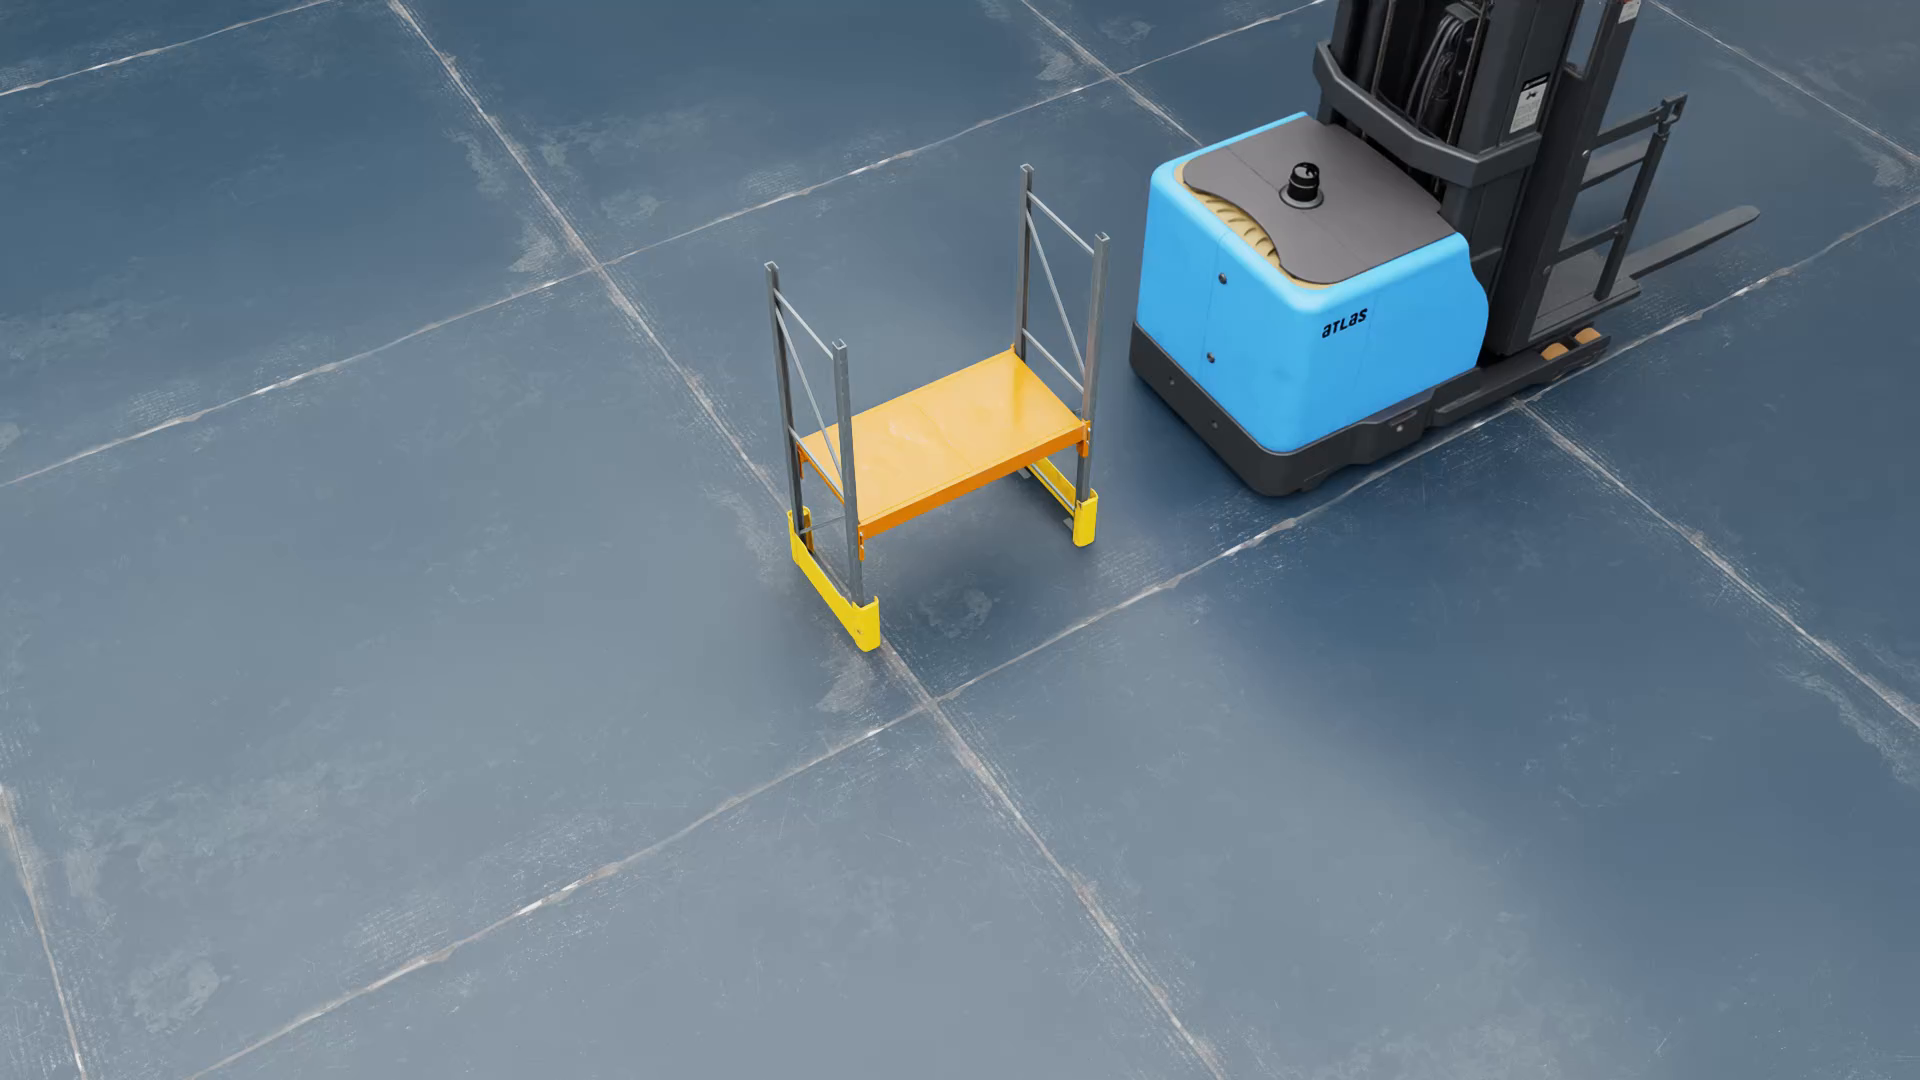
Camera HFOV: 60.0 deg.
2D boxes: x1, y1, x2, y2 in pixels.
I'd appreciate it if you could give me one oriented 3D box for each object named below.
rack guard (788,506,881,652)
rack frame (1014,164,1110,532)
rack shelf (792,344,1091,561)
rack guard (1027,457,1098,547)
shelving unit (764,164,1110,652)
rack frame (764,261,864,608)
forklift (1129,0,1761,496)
[{"bbox_3d":[-0.486,0.146,6.398,0.087,0.250,0.587,-25,53,-21],"label":"rack guard"},{"bbox_3d":[0.358,-0.667,6.285,0.032,1.500,0.500,-25,53,-21],"label":"rack frame"},{"bbox_3d":[-0.072,-0.345,6.239,1.000,0.185,0.538,-25,53,-21],"label":"rack shelf"},{"bbox_3d":[0.357,-0.251,6.752,0.087,0.250,0.587,-25,53,-21],"label":"rack guard"},{"bbox_3d":[-0.064,-0.468,6.108,1.083,1.500,0.587,-25,53,-21],"label":"shelving unit"},{"bbox_3d":[-0.502,-0.262,5.925,0.032,1.500,0.500,-25,53,-21],"label":"rack frame"},{"bbox_3d":[2.271,-1.991,6.506,3.031,2.935,1.130,-24,53,-20],"label":"forklift"}]
